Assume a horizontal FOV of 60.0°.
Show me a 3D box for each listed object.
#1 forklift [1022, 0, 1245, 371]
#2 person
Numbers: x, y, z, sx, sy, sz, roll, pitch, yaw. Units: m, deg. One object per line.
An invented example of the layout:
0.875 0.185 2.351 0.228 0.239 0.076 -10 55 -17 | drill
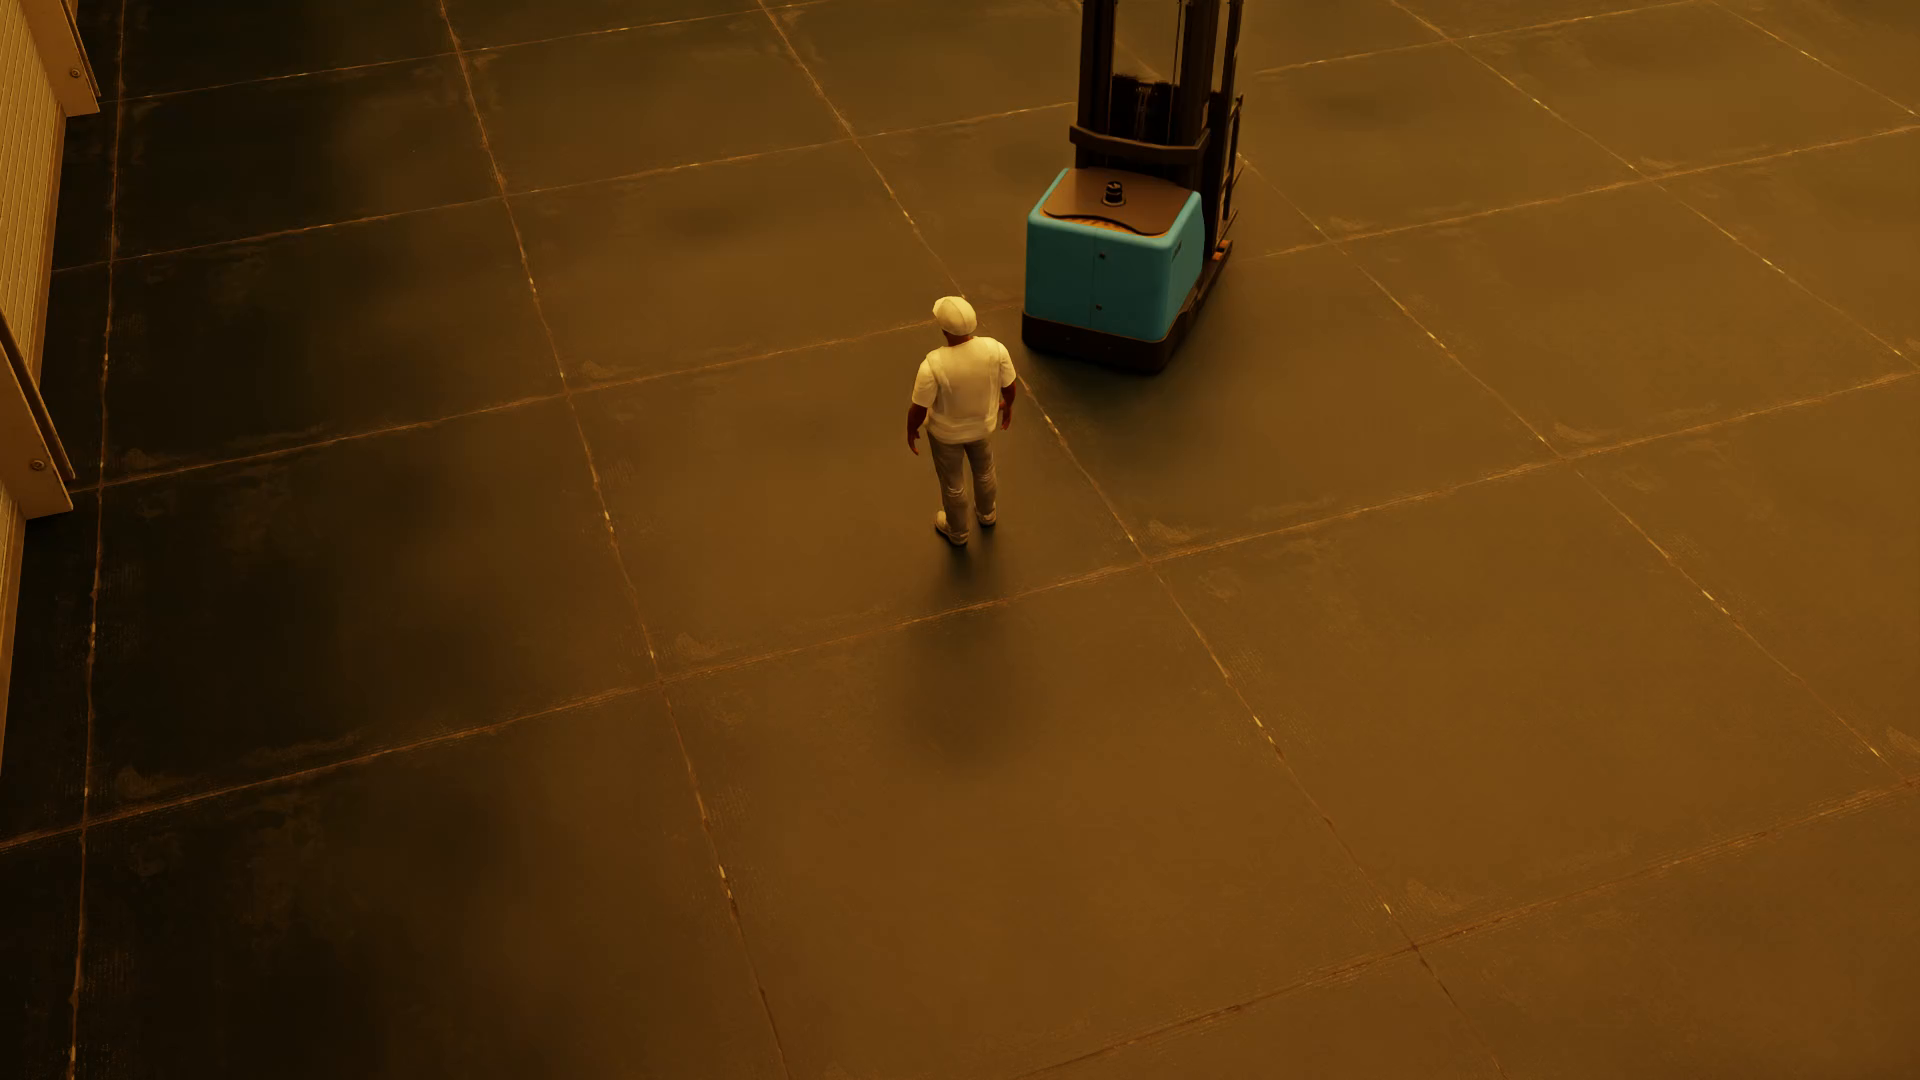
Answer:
1.459 -3.248 11.864 1.130 2.935 3.031 14 42 17 | forklift
-0.018 -0.725 9.754 0.666 1.765 0.577 -13 42 -15 | person
